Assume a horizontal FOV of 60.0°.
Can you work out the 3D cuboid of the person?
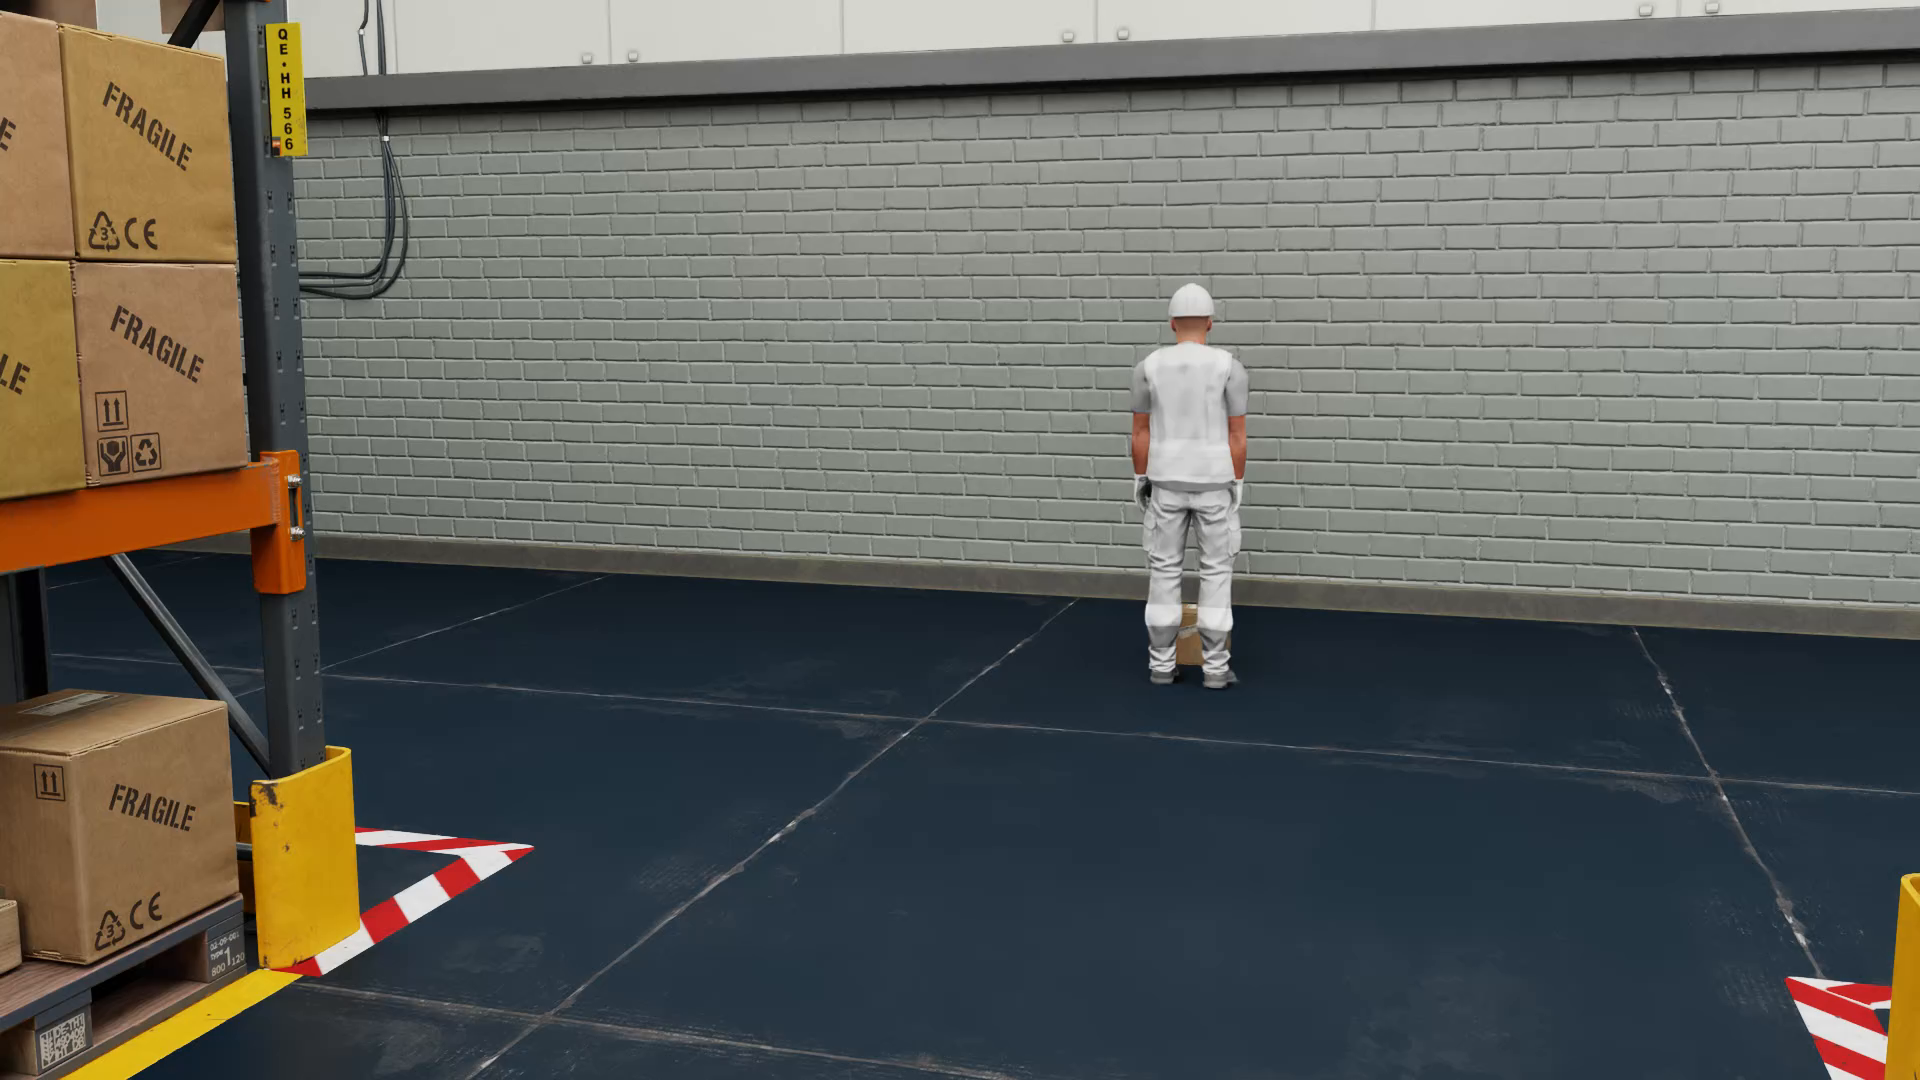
[{"bbox_3d":[1.022,-0.238,7.422,0.526,1.789,0.338,3,9,17],"label":"person"}]
